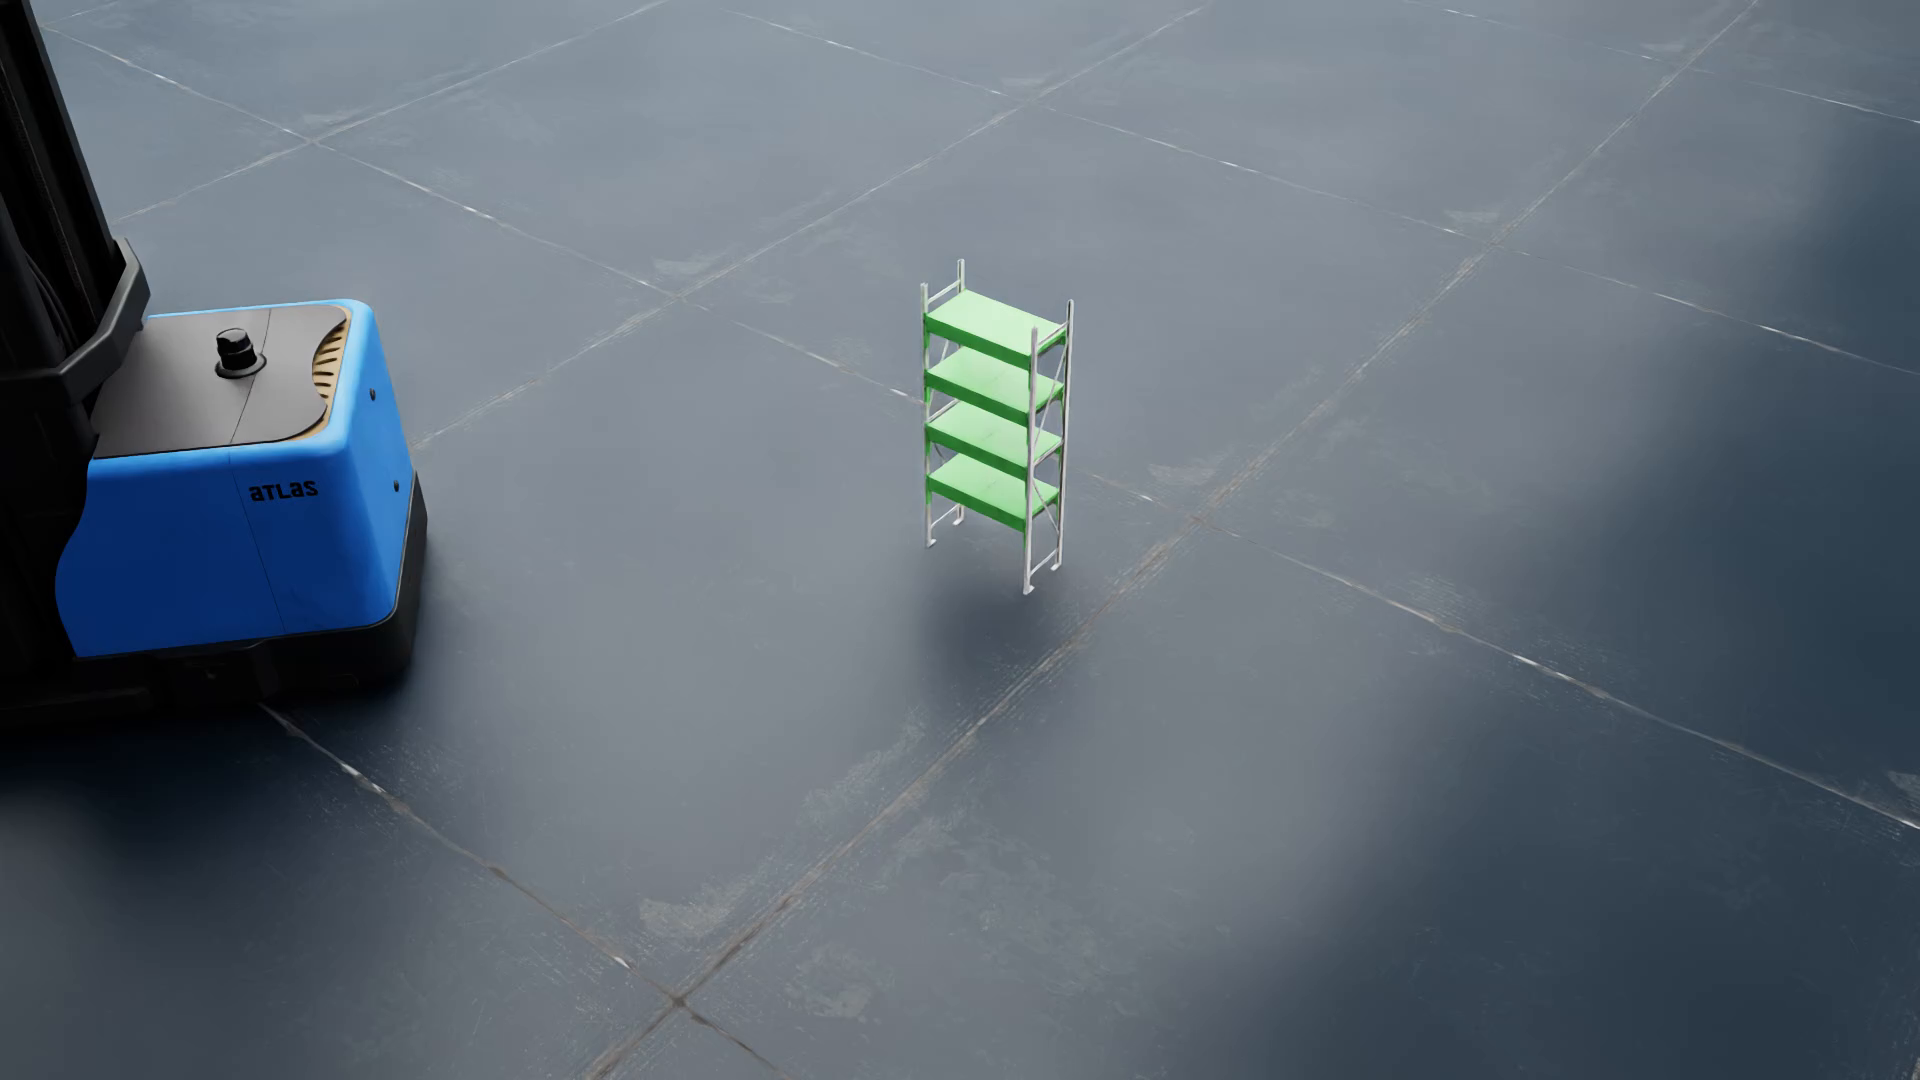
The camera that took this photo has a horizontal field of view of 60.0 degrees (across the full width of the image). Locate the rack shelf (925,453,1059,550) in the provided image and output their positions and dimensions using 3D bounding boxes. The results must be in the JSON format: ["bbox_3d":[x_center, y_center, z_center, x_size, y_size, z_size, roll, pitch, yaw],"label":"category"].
[{"bbox_3d":[0.131,-0.171,6.488,0.480,0.148,0.258,25,45,29],"label":"rack shelf"}]

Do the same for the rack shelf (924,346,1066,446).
[{"bbox_3d":[0.132,-0.549,6.192,0.480,0.148,0.258,25,45,29],"label":"rack shelf"}]

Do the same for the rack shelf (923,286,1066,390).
[{"bbox_3d":[0.132,-0.738,6.044,0.480,0.148,0.258,25,45,29],"label":"rack shelf"}]

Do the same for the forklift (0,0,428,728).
[{"bbox_3d":[-3.575,-0.765,5.349,3.031,2.935,1.130,-6,38,-8],"label":"forklift"}]

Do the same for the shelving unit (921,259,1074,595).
[{"bbox_3d":[0.131,-0.410,6.301,0.503,1.200,0.258,25,45,29],"label":"shelving unit"}]

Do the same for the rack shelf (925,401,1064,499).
[{"bbox_3d":[0.131,-0.360,6.340,0.480,0.148,0.258,25,45,29],"label":"rack shelf"}]

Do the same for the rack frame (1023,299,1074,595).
[{"bbox_3d":[0.325,-0.319,6.184,0.015,1.200,0.240,25,45,29],"label":"rack frame"}]

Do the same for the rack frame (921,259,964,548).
[{"bbox_3d":[-0.062,-0.502,6.418,0.015,1.200,0.240,25,45,29],"label":"rack frame"}]
